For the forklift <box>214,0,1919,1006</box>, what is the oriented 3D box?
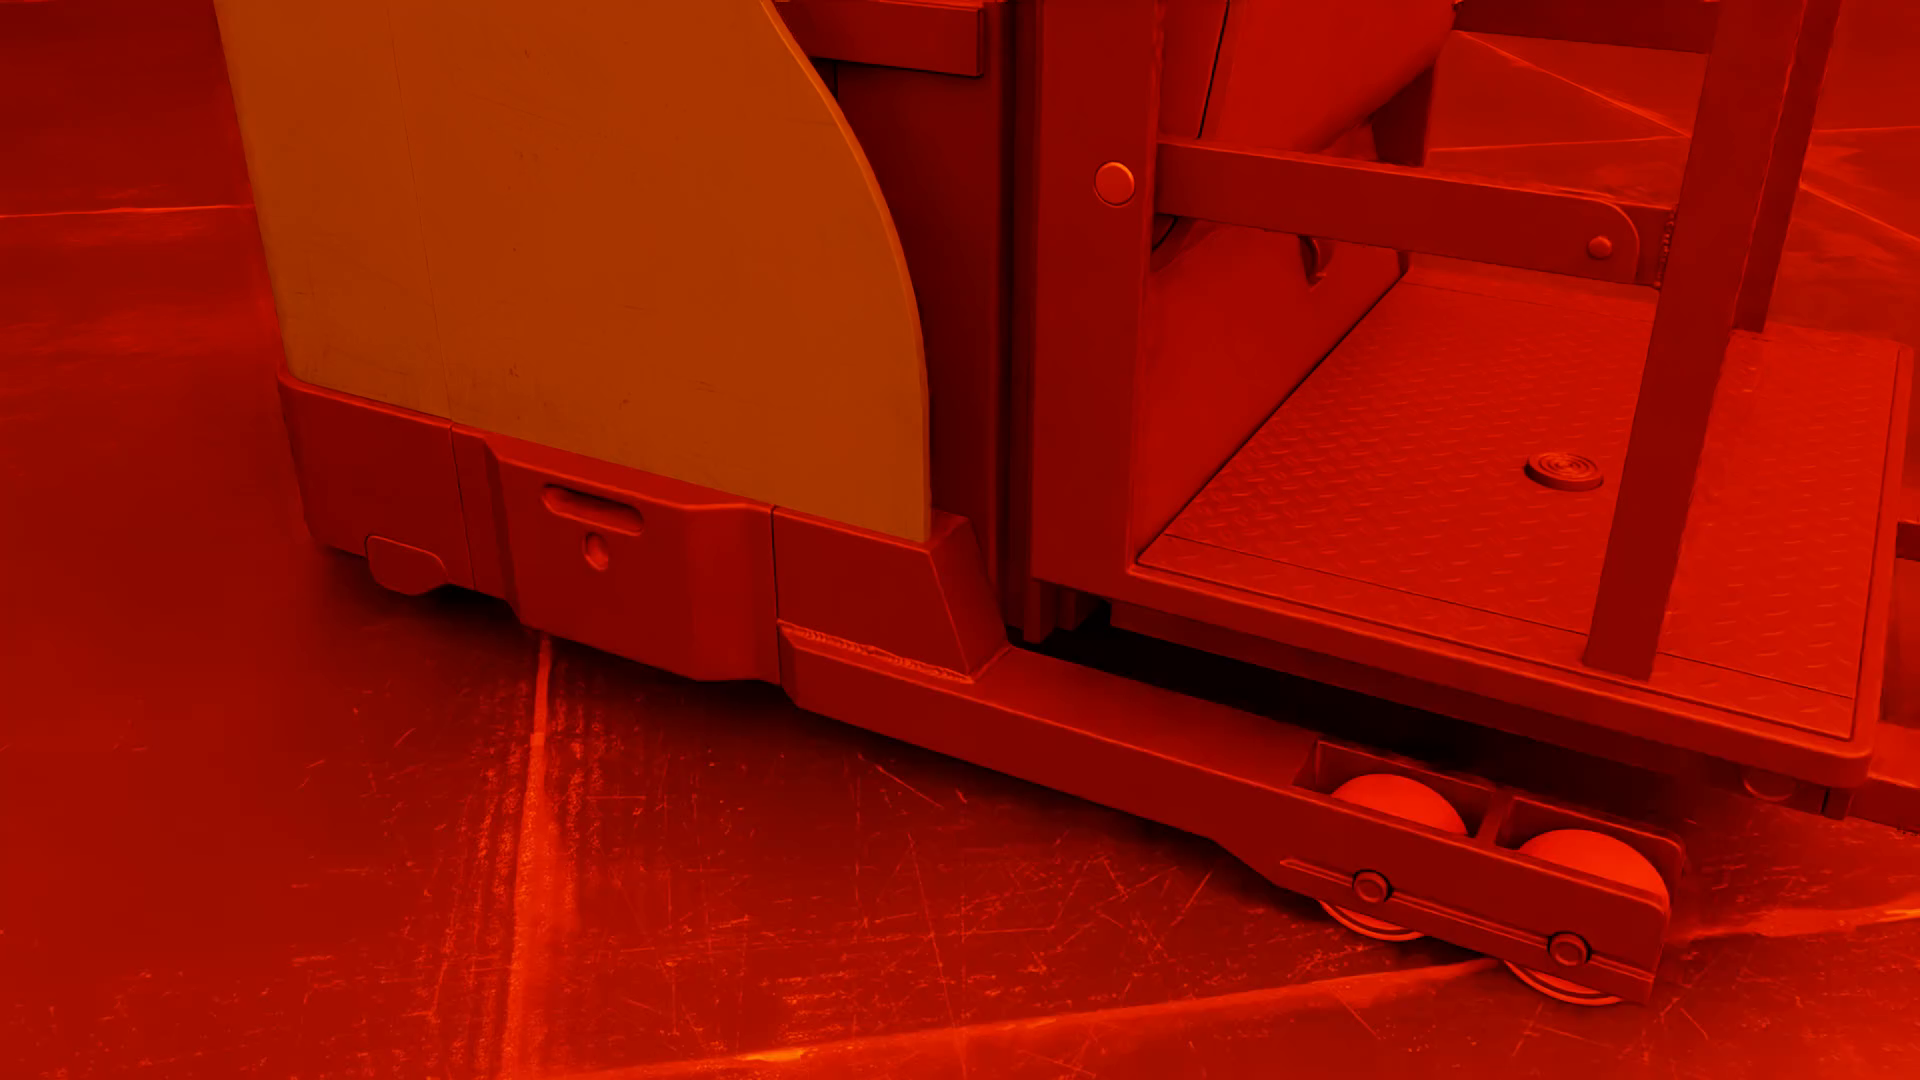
[{"bbox_3d":[0.603,-1.124,1.491,3.031,2.935,1.130,14,31,25],"label":"forklift"}]
